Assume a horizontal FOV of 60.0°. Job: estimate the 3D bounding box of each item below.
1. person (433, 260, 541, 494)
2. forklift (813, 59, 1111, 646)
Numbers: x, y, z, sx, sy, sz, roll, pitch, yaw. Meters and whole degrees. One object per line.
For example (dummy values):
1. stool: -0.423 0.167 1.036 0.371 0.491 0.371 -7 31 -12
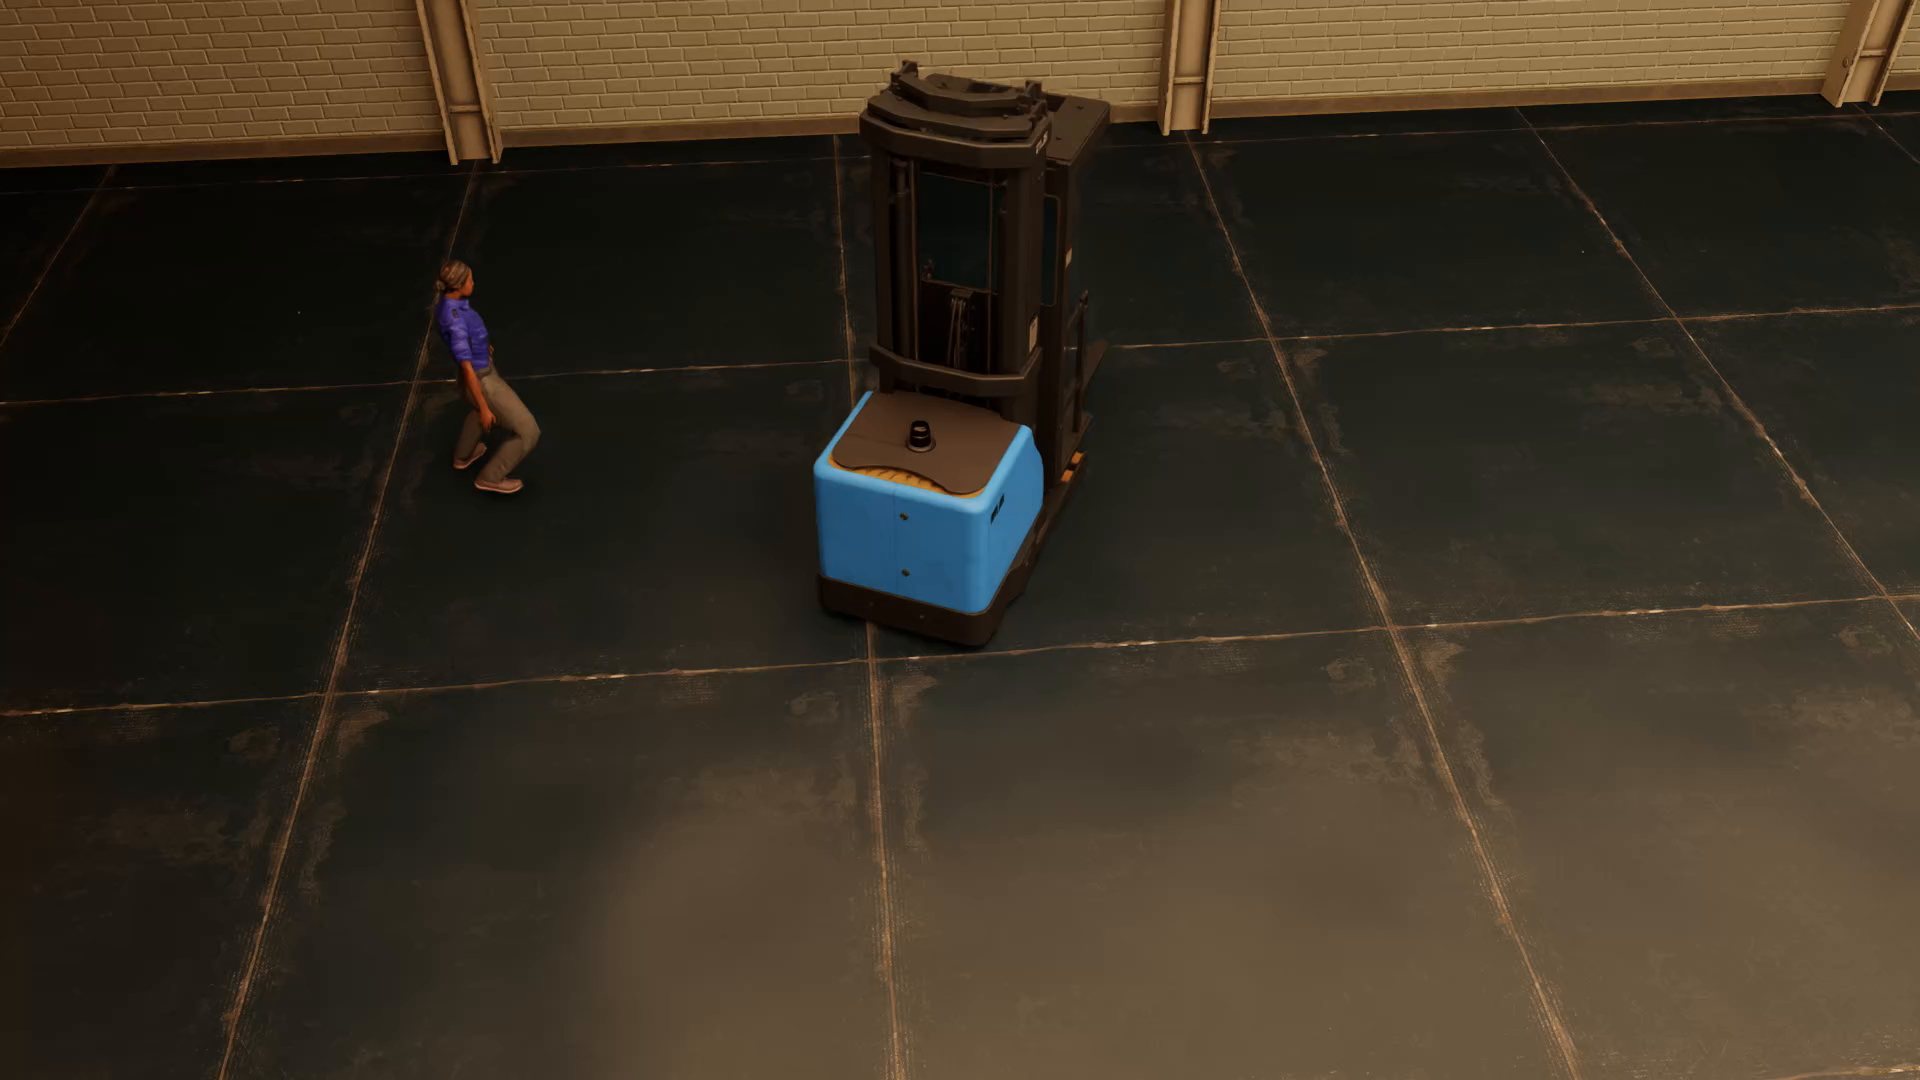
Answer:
1. person: -2.939 -0.993 10.173 0.542 1.564 0.836 -15 43 -17
2. forklift: 0.175 -1.482 9.670 1.130 2.935 3.031 14 42 16
